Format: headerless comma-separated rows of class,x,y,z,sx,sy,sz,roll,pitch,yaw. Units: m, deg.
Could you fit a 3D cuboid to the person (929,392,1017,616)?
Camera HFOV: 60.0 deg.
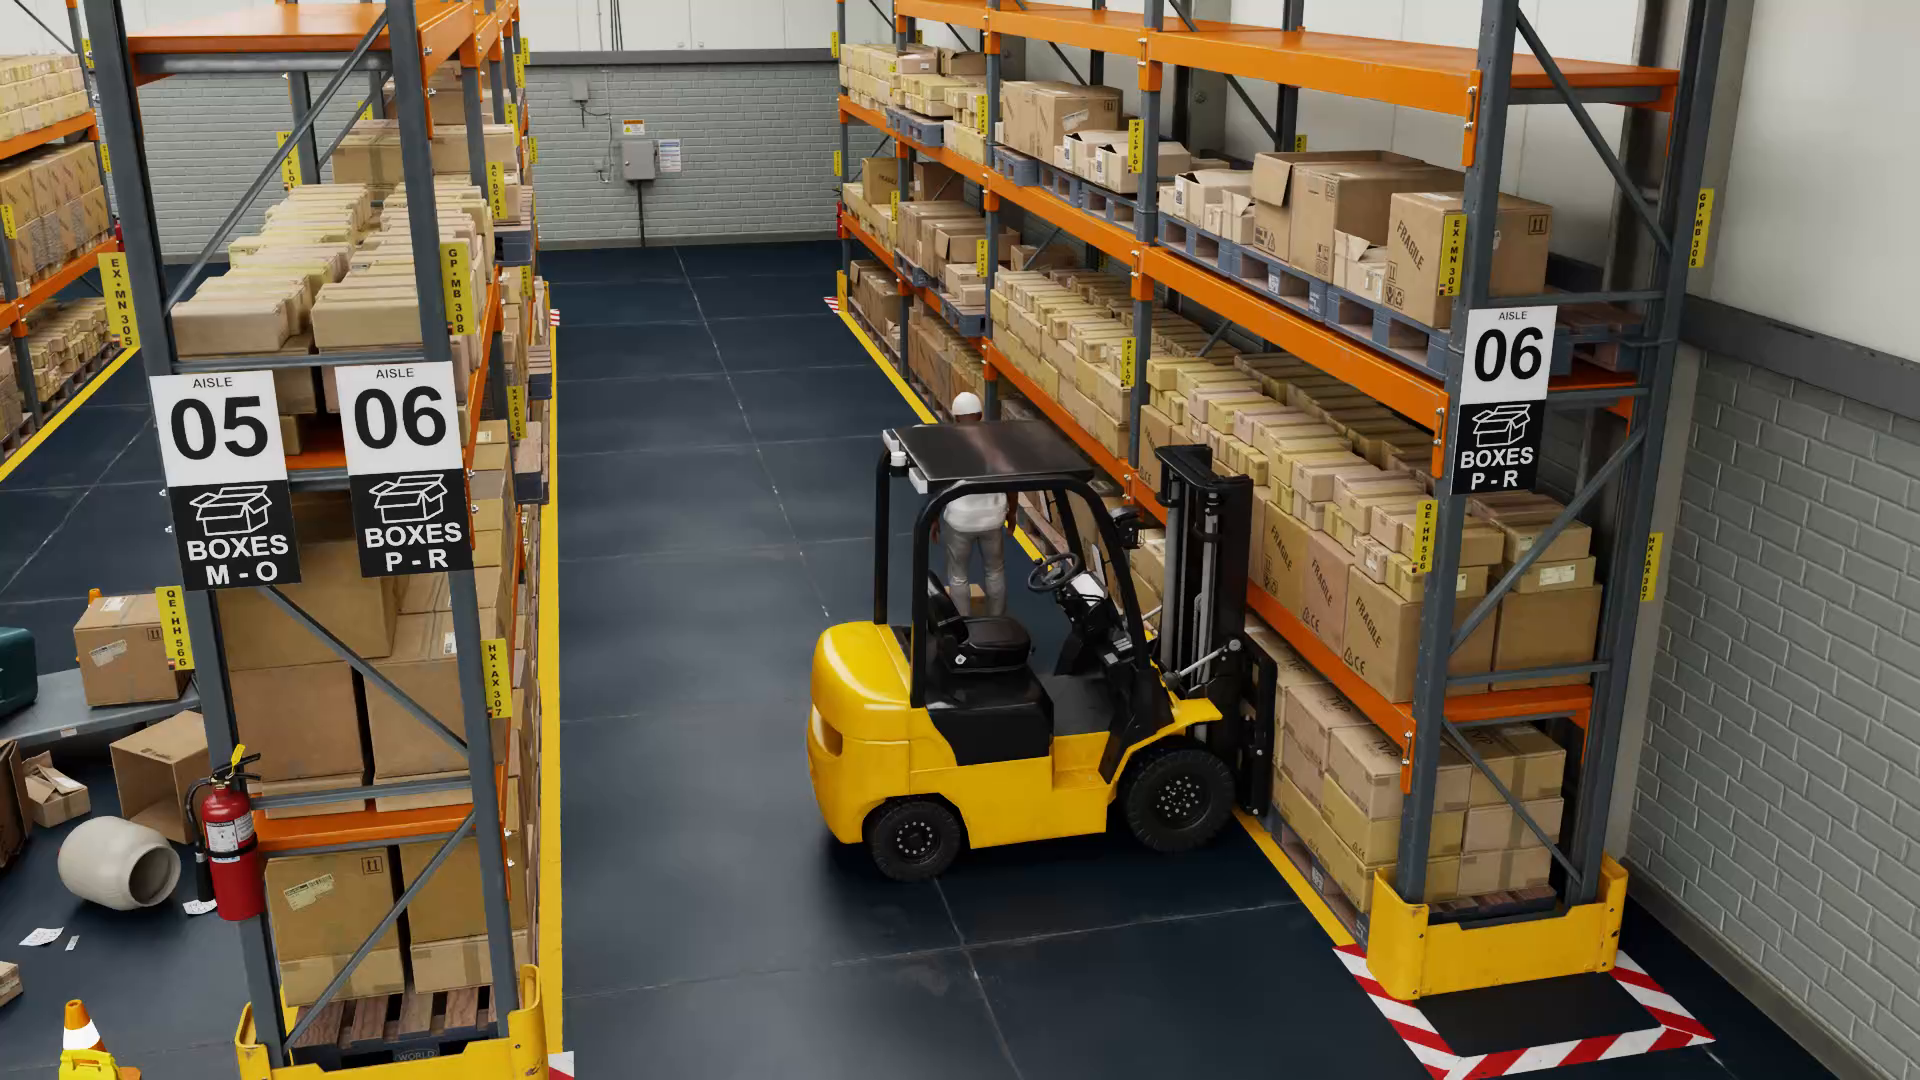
person,0.082,-0.153,11.482,0.634,1.756,0.454,-5,20,-14
